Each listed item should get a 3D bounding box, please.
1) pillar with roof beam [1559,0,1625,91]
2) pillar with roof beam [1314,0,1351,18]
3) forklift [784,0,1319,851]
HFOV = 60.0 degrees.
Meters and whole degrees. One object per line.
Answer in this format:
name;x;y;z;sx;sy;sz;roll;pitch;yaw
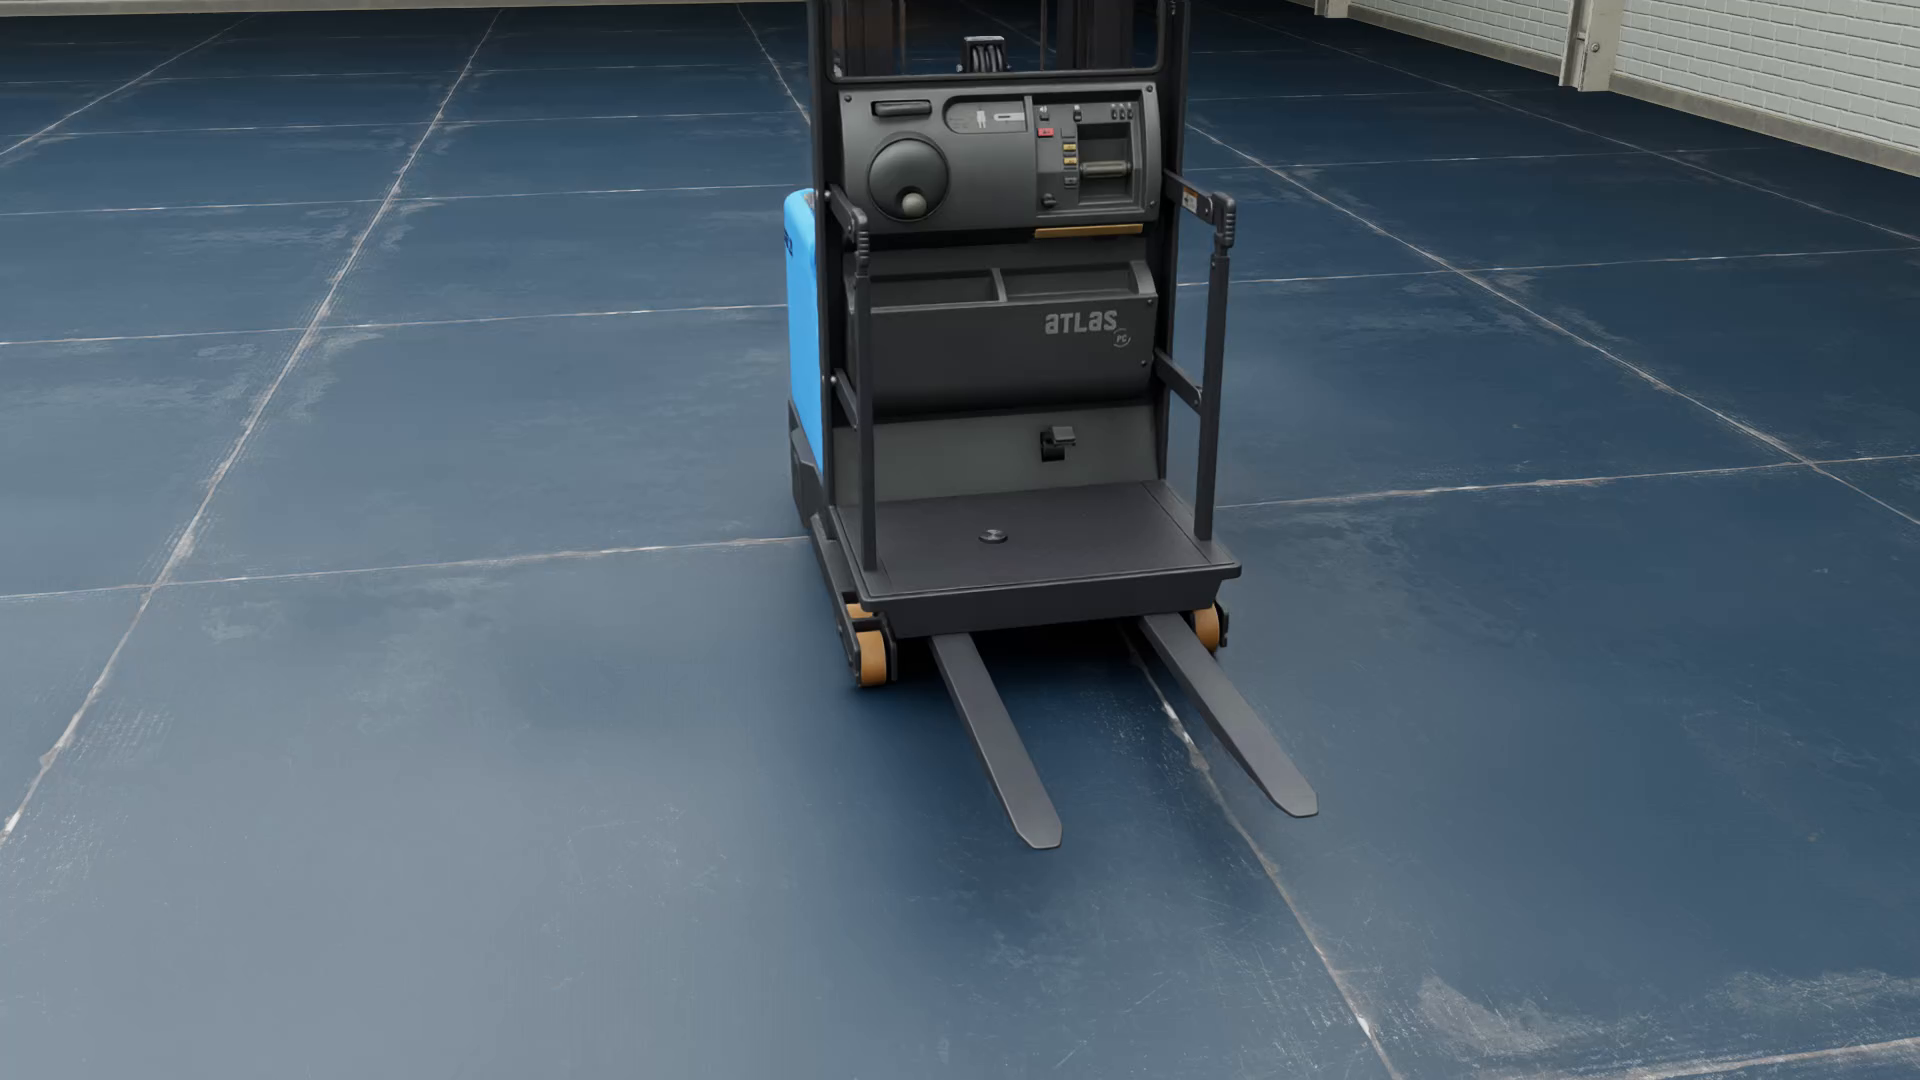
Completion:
pillar with roof beam;1.496;-7.952;12.714;9.100;9.000;0.400;-4;24;-10
pillar with roof beam;0.387;-10.312;18.118;9.100;9.000;0.400;-4;24;-10
forklift;0.170;-1.082;4.566;1.130;2.935;3.031;-5;24;-11
